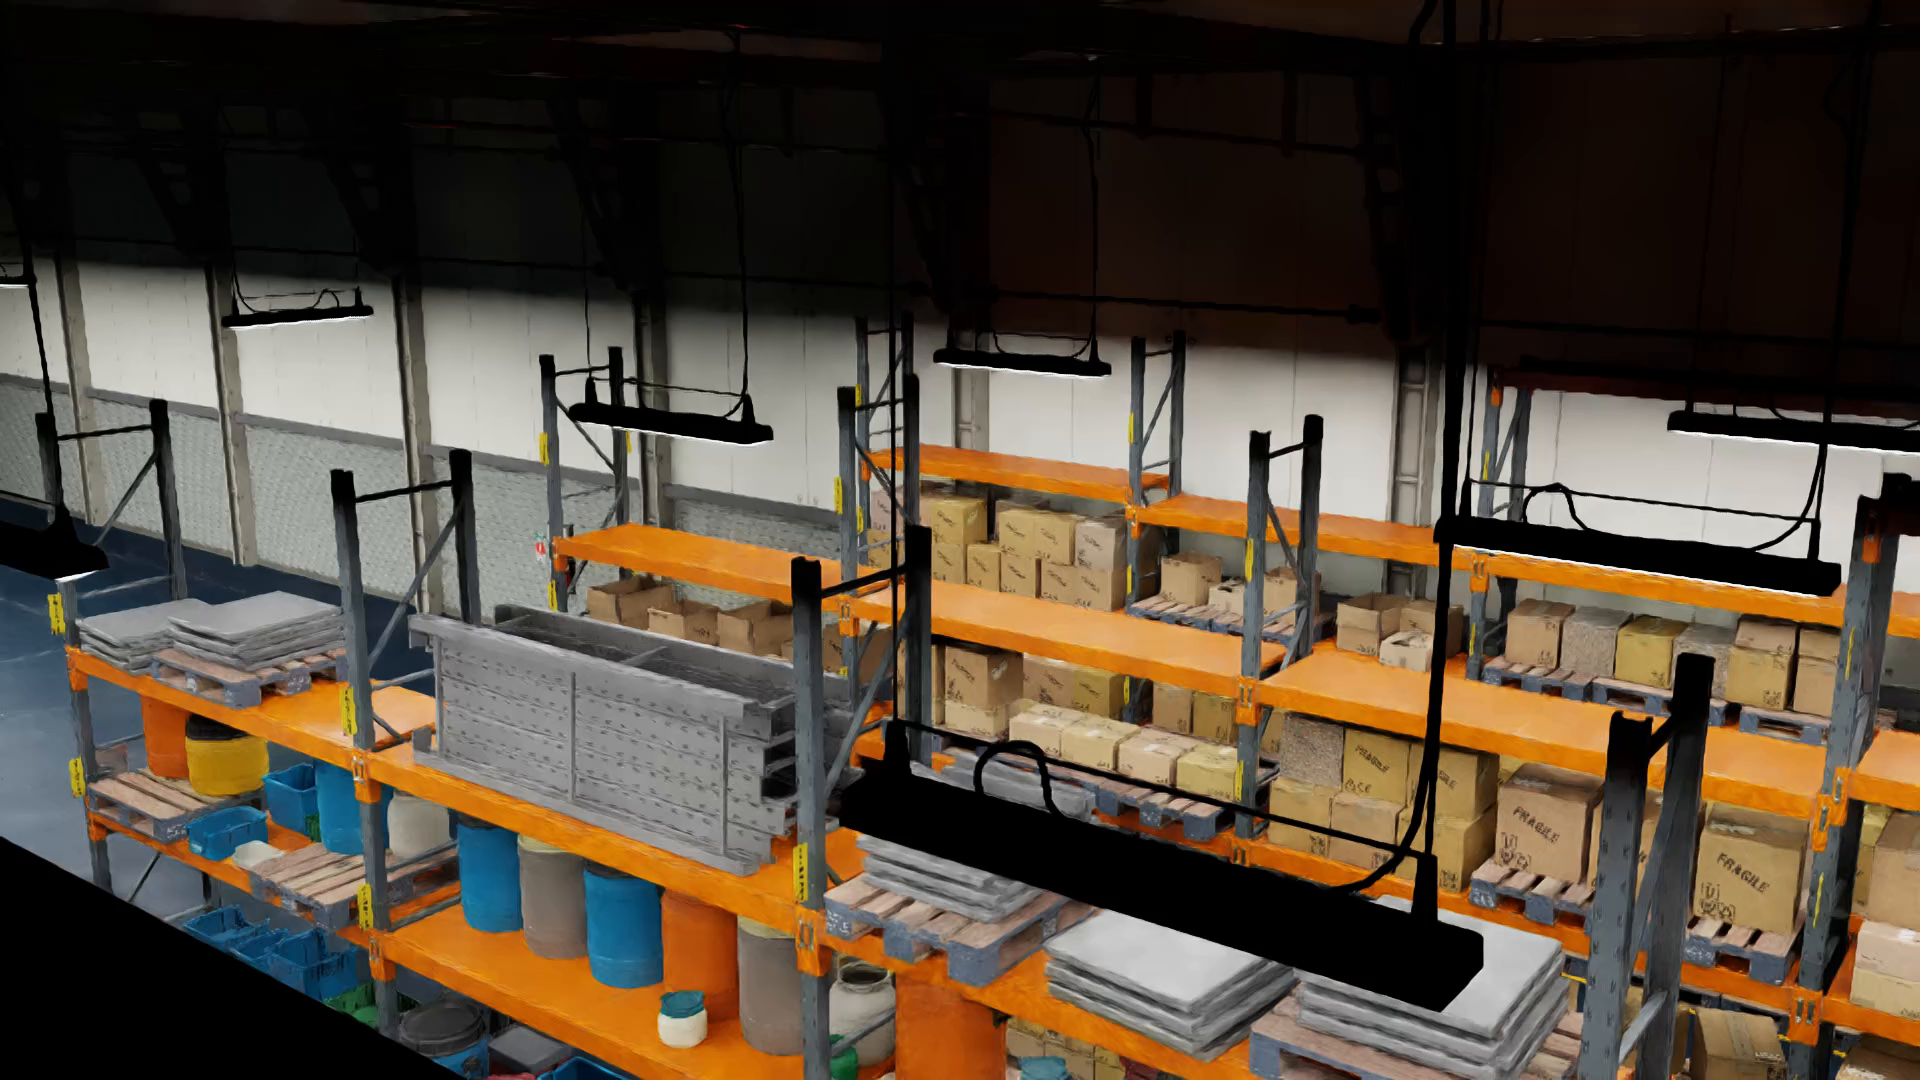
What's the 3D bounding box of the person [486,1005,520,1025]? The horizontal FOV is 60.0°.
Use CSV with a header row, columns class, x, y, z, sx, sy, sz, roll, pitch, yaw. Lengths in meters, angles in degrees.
class,x,y,z,sx,sy,sz,roll,pitch,yaw
person,-3.876,4.012,14.560,0.998,1.527,0.463,9,16,35
